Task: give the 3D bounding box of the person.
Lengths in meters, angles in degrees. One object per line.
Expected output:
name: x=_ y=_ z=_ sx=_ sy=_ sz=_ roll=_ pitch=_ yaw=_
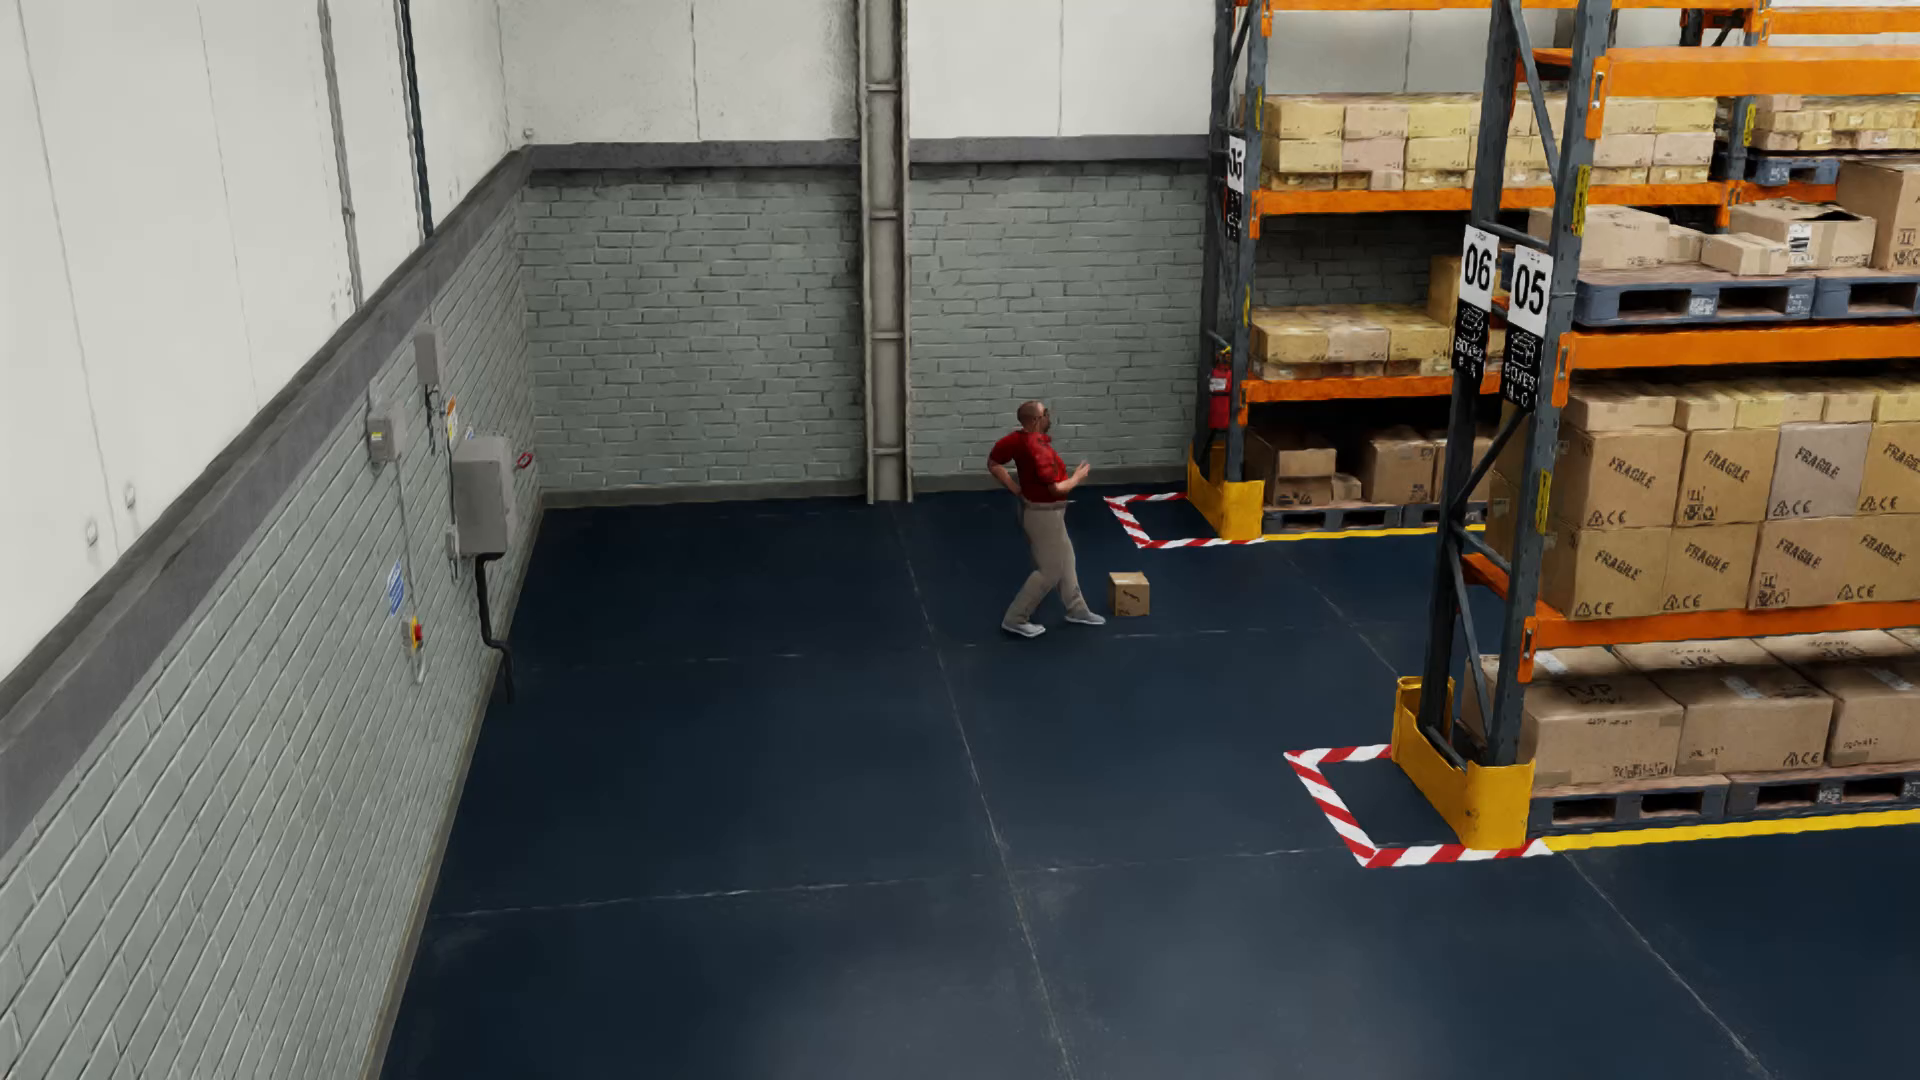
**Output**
person: x=0.658 y=-0.141 z=11.541 sx=0.851 sy=1.730 sz=0.622 roll=-4 pitch=20 yaw=-11
